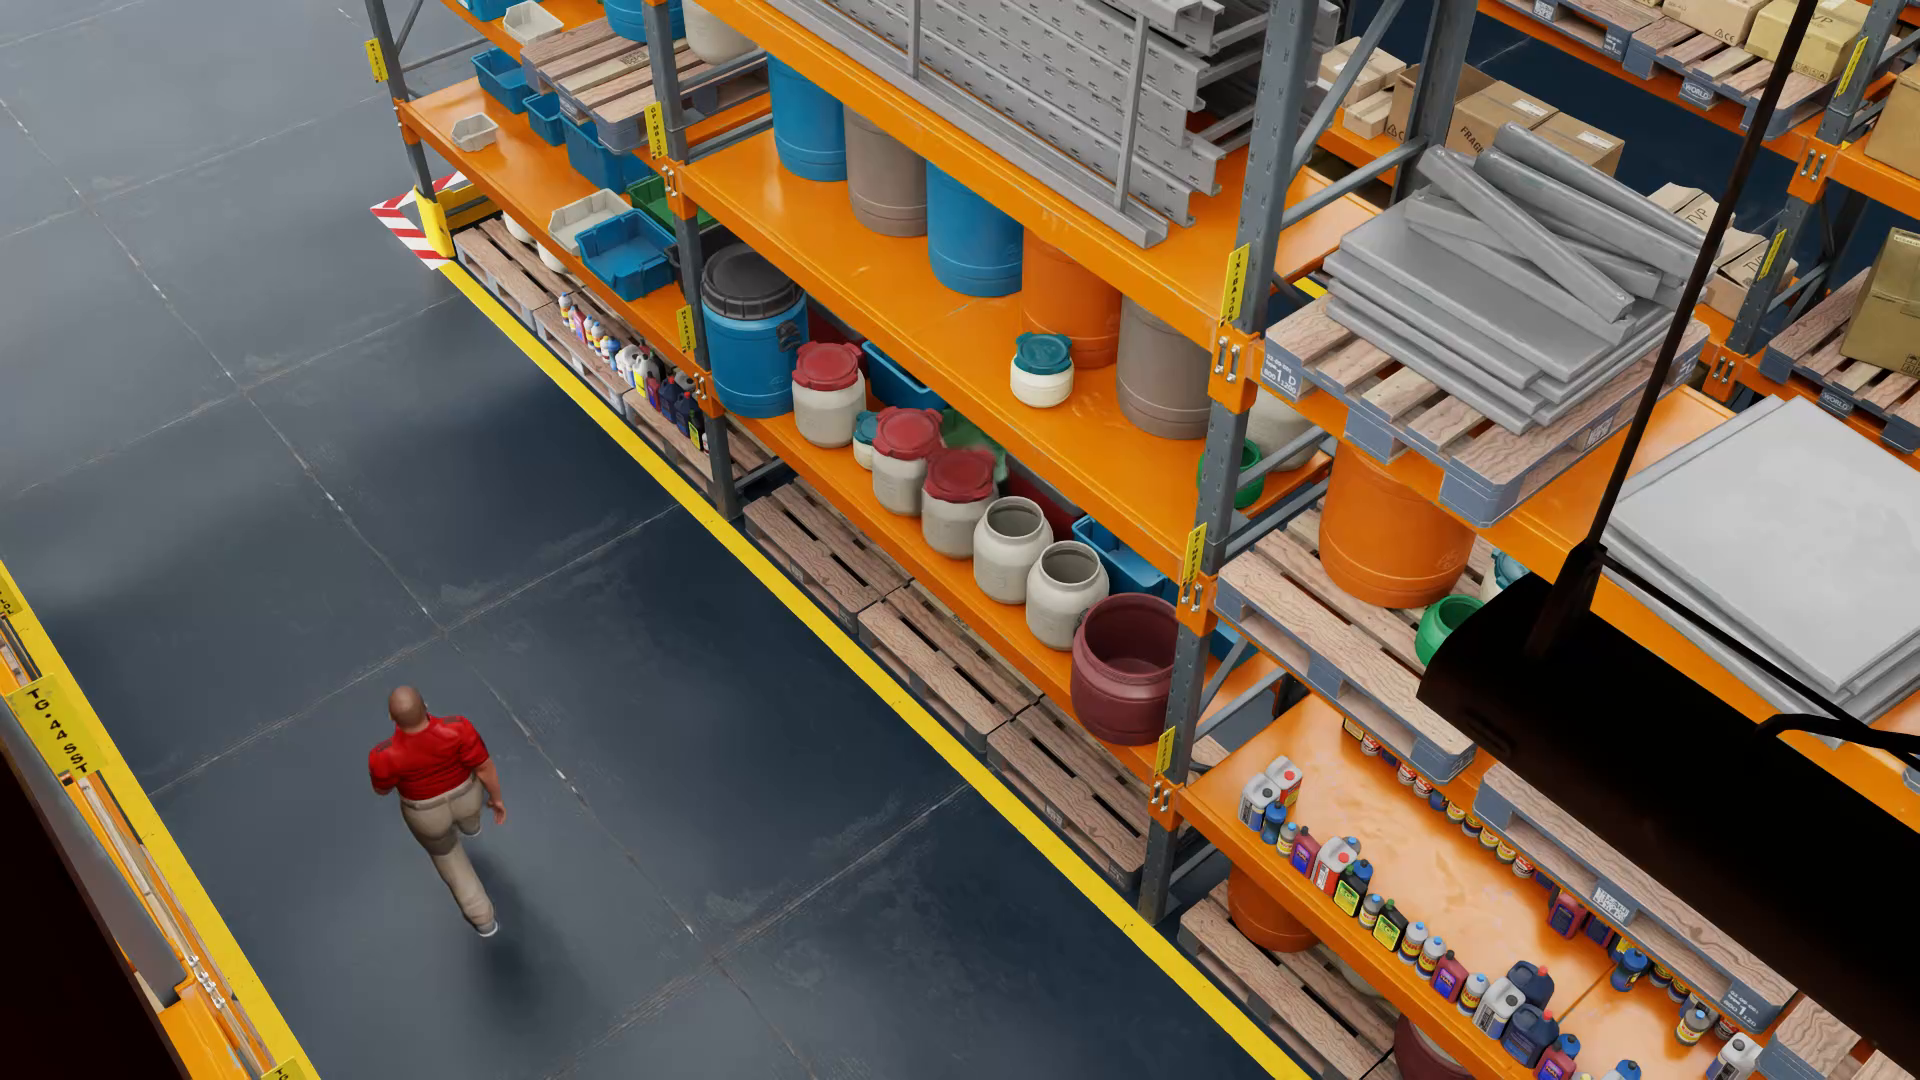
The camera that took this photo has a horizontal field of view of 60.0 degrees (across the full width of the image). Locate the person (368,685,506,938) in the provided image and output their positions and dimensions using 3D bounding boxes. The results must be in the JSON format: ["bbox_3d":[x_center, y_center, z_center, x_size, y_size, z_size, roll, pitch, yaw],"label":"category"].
[{"bbox_3d":[-2.640,1.217,8.345,0.546,1.598,0.954,-26,52,-23],"label":"person"}]
